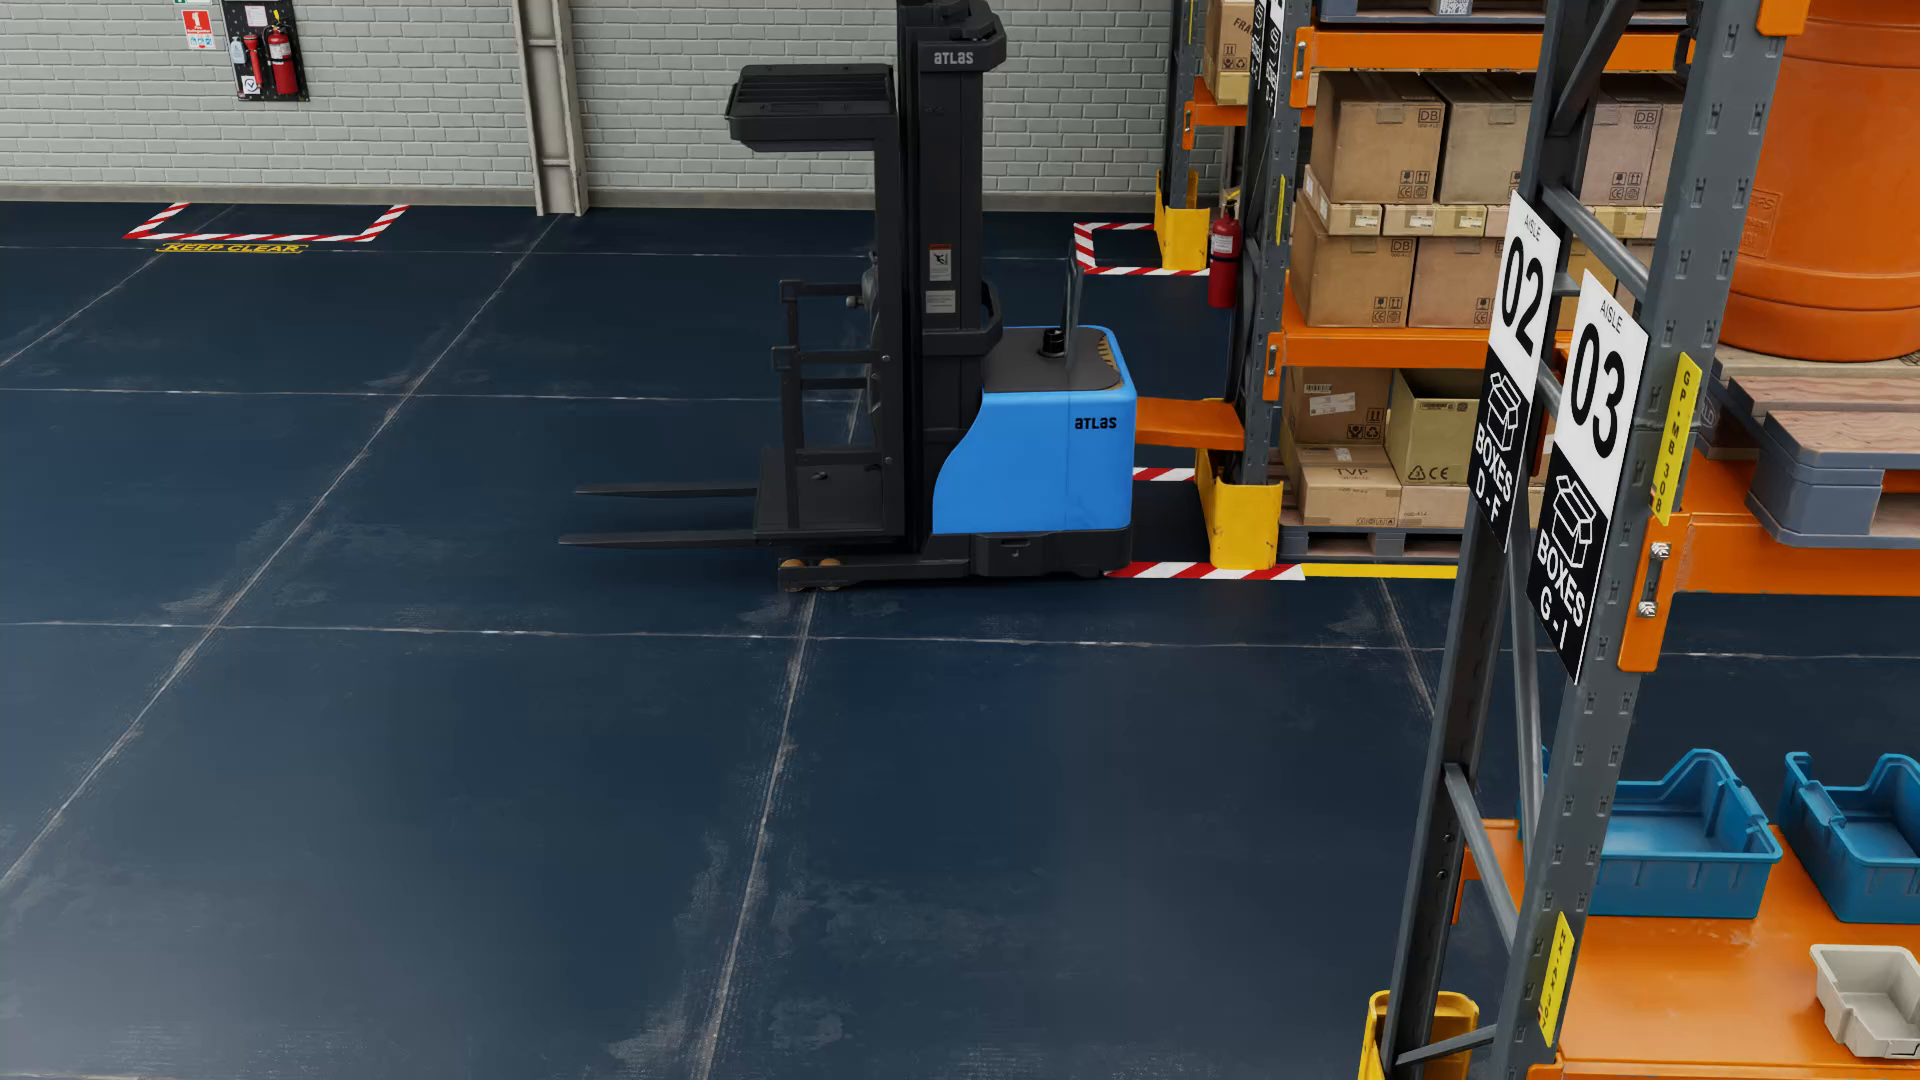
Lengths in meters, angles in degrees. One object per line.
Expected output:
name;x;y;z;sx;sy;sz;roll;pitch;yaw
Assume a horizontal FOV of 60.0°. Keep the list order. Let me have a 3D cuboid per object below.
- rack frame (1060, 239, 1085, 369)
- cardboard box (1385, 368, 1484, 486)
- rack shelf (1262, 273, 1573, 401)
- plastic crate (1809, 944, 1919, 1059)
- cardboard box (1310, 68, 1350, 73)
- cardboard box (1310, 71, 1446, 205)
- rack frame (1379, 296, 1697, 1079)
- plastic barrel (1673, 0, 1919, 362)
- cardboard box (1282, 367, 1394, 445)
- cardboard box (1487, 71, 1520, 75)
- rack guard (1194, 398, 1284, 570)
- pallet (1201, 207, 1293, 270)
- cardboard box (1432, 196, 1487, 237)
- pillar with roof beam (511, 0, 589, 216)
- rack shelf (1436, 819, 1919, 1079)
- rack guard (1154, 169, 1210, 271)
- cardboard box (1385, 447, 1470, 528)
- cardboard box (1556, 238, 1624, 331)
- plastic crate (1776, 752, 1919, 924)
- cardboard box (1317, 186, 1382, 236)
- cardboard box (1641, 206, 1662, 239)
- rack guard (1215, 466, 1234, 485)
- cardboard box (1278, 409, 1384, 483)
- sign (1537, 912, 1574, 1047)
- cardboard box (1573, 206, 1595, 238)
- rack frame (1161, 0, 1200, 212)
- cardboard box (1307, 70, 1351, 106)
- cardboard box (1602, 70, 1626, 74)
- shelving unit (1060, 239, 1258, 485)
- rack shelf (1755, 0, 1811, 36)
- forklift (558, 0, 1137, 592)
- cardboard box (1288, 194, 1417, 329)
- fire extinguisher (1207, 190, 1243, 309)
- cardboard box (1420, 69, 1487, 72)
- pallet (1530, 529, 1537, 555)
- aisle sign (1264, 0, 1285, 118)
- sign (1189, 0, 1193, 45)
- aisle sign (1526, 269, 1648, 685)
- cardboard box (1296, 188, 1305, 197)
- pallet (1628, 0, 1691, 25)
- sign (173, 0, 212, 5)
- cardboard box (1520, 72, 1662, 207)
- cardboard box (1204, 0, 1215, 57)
rack frame;0.538;-0.804;8.876;0.032;1.500;0.500;4;26;-3
cardboard box;2.603;-0.620;8.904;0.500;0.500;0.500;1;28;2
rack shelf;3.574;-1.088;8.867;4.000;0.370;1.077;1;28;2
plastic crate;2.280;1.162;4.137;0.250;0.136;0.298;1;28;2
cardboard box;2.707;-3.870;12.685;0.500;0.500;0.500;1;28;2
cardboard box;2.094;-2.041;8.406;0.500;0.500;0.700;1;28;2
rack frame;1.397;0.880;4.387;0.127;3.000;1.000;1;28;2
plastic barrel;1.887;-0.872;3.583;0.708;0.830;0.600;1;28;2
cardboard box;2.122;-0.871;9.377;0.500;0.500;0.500;1;28;2
cardboard box;4.259;-3.513;12.813;0.500;0.250;0.500;1;28;2
rack guard;1.551;-0.334;9.347;0.348;0.500;1.175;1;28;2
pallet;2.633;-2.494;13.729;1.213;0.211;1.003;1;28;2
cardboard box;2.473;-1.654;8.368;0.250;0.149;0.380;1;28;2
pillar with roof beam;-3.672;-4.885;8.858;0.400;9.000;9.100;1;28;2
rack shelf;3.396;1.231;4.493;4.000;0.370;1.077;1;28;2
rack guard;1.823;-2.651;13.718;0.348;0.500;1.175;1;28;2
cardboard box;2.603;-0.290;9.081;0.500;0.250;0.500;1;28;2
cardboard box;3.063;-1.452;8.679;0.500;0.500;0.700;1;28;2
plastic crate;2.556;0.827;4.645;0.408;0.251;0.499;1;28;2
cardboard box;1.960;-1.662;8.383;0.250;0.149;0.380;1;28;1
cardboard box;3.496;-1.636;8.334;0.250;0.149;0.380;1;28;2
rack guard;1.495;-0.175;9.207;0.087;0.250;0.587;4;26;-3
cardboard box;2.122;-0.539;9.551;0.500;0.250;0.500;1;28;2
sign;1.373;1.015;3.837;0.005;0.325;0.100;1;28;2
cardboard box;2.992;-1.646;8.352;0.250;0.149;0.380;0;28;0
rack frame;1.747;-3.757;13.135;0.127;3.000;1.000;1;28;2
cardboard box;2.742;-3.541;12.866;0.500;0.250;0.500;0;28;0
cardboard box;4.762;-3.834;12.617;0.500;0.500;0.500;1;28;2
shelving unit;1.053;-0.769;8.907;1.083;1.500;0.587;4;26;-3
rack shelf;3.396;-1.243;3.182;4.000;0.370;1.077;1;28;2
forklift;-0.623;-1.279;8.533;3.031;2.935;1.130;-2;28;-3
cardboard box;2.042;-1.469;8.712;0.500;0.500;0.700;1;28;2
fire extinguisher;1.474;-1.624;9.193;0.183;0.674;0.296;1;28;2
cardboard box;3.739;-3.855;12.658;0.500;0.500;0.500;2;28;3
pallet;3.557;-0.192;9.387;1.213;0.211;1.003;1;28;2
aisle sign;1.499;-2.445;7.884;0.004;0.787;0.394;1;28;2
sign;1.728;-3.886;12.453;0.005;0.325;0.100;1;28;2
aisle sign;1.315;-0.133;3.522;0.004;0.787;0.394;1;28;2
cardboard box;3.005;-2.701;13.543;0.500;0.311;0.500;3;28;6
pallet;3.504;-2.682;7.998;1.213;0.211;1.003;1;28;2
sign;-6.533;-4.611;14.143;0.331;0.109;0.001;1;28;2
cardboard box;3.124;-2.027;8.379;0.500;0.500;0.700;1;28;2
cardboard box;2.225;-4.123;13.163;0.500;0.500;0.500;1;28;1
